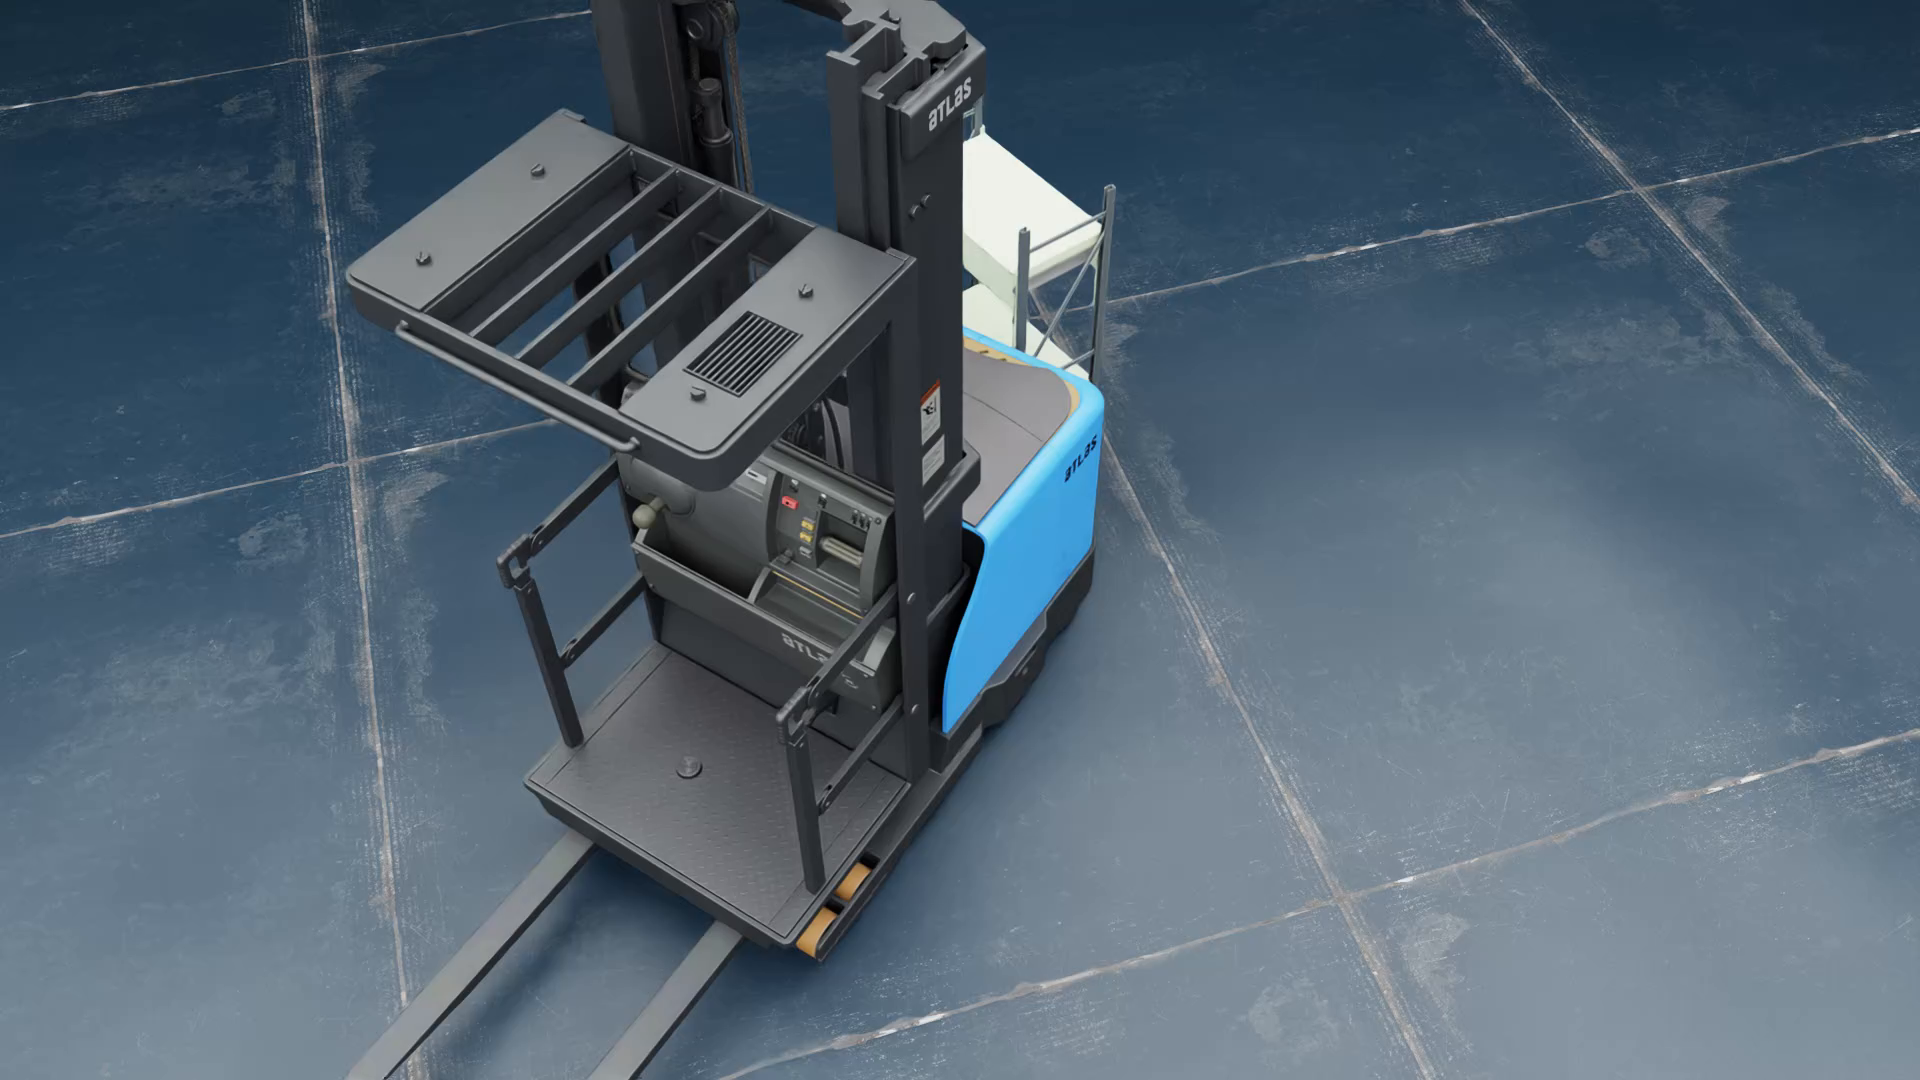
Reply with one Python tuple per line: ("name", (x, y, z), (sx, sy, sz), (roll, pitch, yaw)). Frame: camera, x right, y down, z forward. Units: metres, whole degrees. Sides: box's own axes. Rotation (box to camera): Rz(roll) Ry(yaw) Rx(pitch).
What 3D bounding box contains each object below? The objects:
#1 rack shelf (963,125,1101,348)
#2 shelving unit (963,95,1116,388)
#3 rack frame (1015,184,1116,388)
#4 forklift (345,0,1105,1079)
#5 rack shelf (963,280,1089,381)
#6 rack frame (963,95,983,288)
("rack shelf", (0.137, -1.089, 5.967), (0.431, 0.370, 0.720), (-30, 56, -23))
("shelving unit", (0.137, -0.838, 6.265), (0.431, 1.500, 0.755), (-30, 56, -23))
("rack frame", (0.357, -0.615, 6.077), (0.400, 1.500, 0.023), (-30, 56, -23))
("forklift", (-0.720, -0.014, 4.634), (1.130, 2.935, 3.031), (26, 55, 20))
("rack shelf", (0.137, -0.628, 6.514), (0.431, 0.370, 0.720), (-30, 56, -23))
("rack frame", (-0.084, -1.061, 6.453), (0.400, 1.500, 0.023), (-30, 56, -23))
